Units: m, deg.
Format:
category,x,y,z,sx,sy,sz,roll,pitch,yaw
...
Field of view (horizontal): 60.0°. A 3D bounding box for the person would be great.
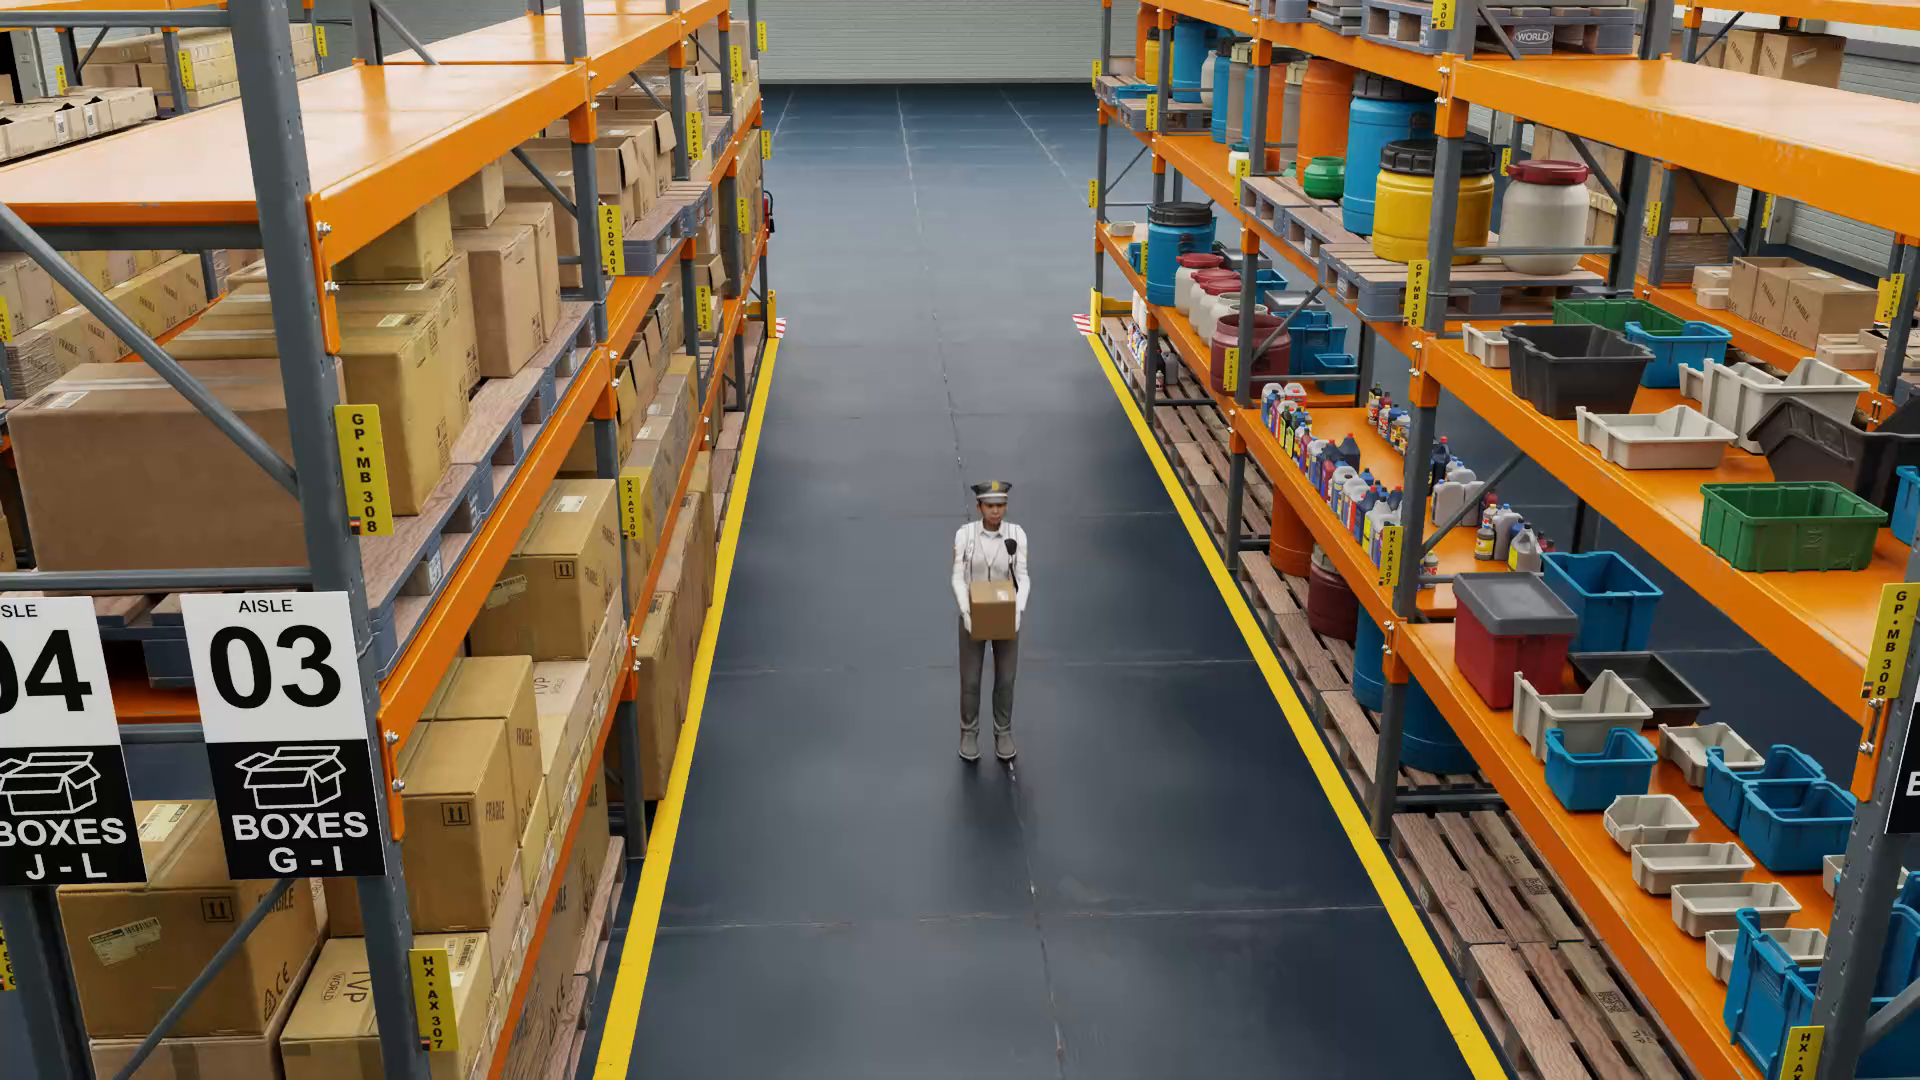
category,x,y,z,sx,sy,sz,roll,pitch,yaw
person,0.182,0.472,9.771,0.466,1.693,0.554,-1,21,-3
